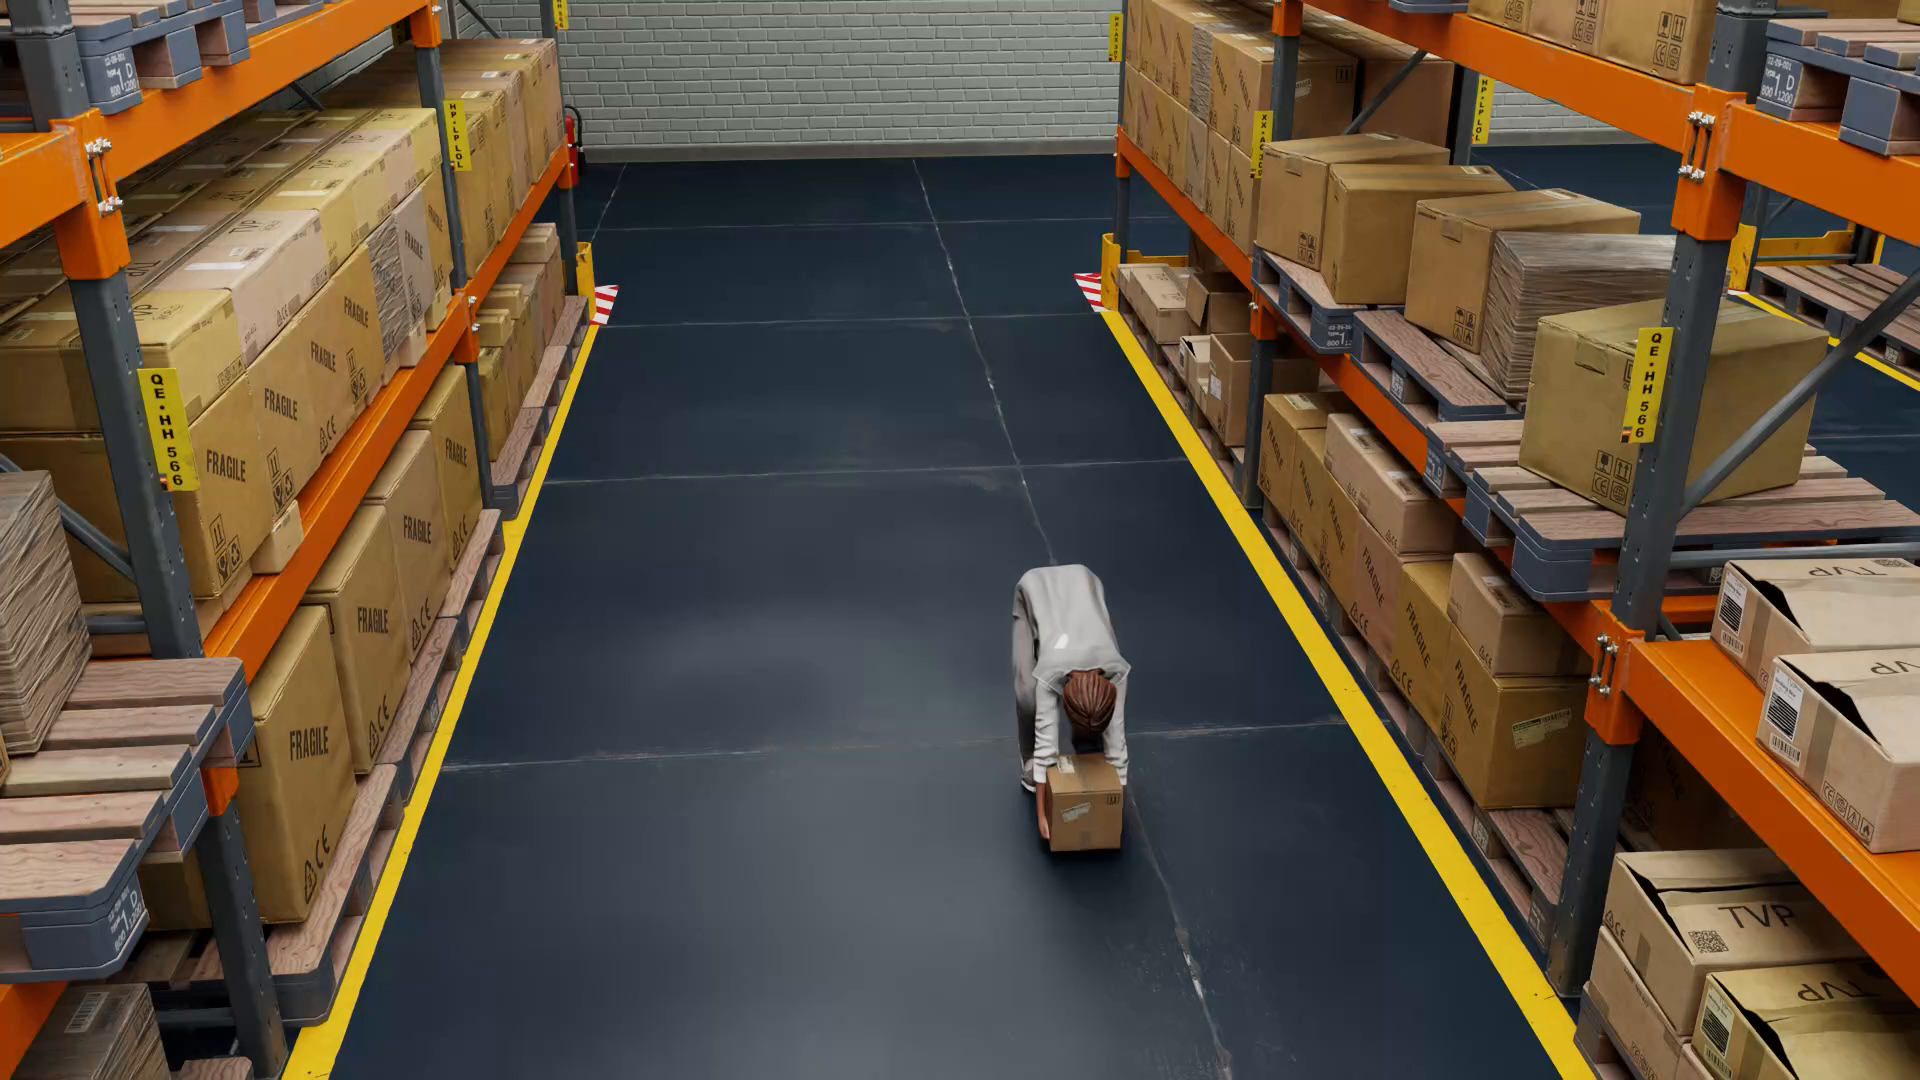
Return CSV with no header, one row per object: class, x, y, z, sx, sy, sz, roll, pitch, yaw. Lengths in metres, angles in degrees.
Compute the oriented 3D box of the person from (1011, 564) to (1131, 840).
person,0.420,0.587,6.186,0.425,0.873,0.853,-3,24,-8
